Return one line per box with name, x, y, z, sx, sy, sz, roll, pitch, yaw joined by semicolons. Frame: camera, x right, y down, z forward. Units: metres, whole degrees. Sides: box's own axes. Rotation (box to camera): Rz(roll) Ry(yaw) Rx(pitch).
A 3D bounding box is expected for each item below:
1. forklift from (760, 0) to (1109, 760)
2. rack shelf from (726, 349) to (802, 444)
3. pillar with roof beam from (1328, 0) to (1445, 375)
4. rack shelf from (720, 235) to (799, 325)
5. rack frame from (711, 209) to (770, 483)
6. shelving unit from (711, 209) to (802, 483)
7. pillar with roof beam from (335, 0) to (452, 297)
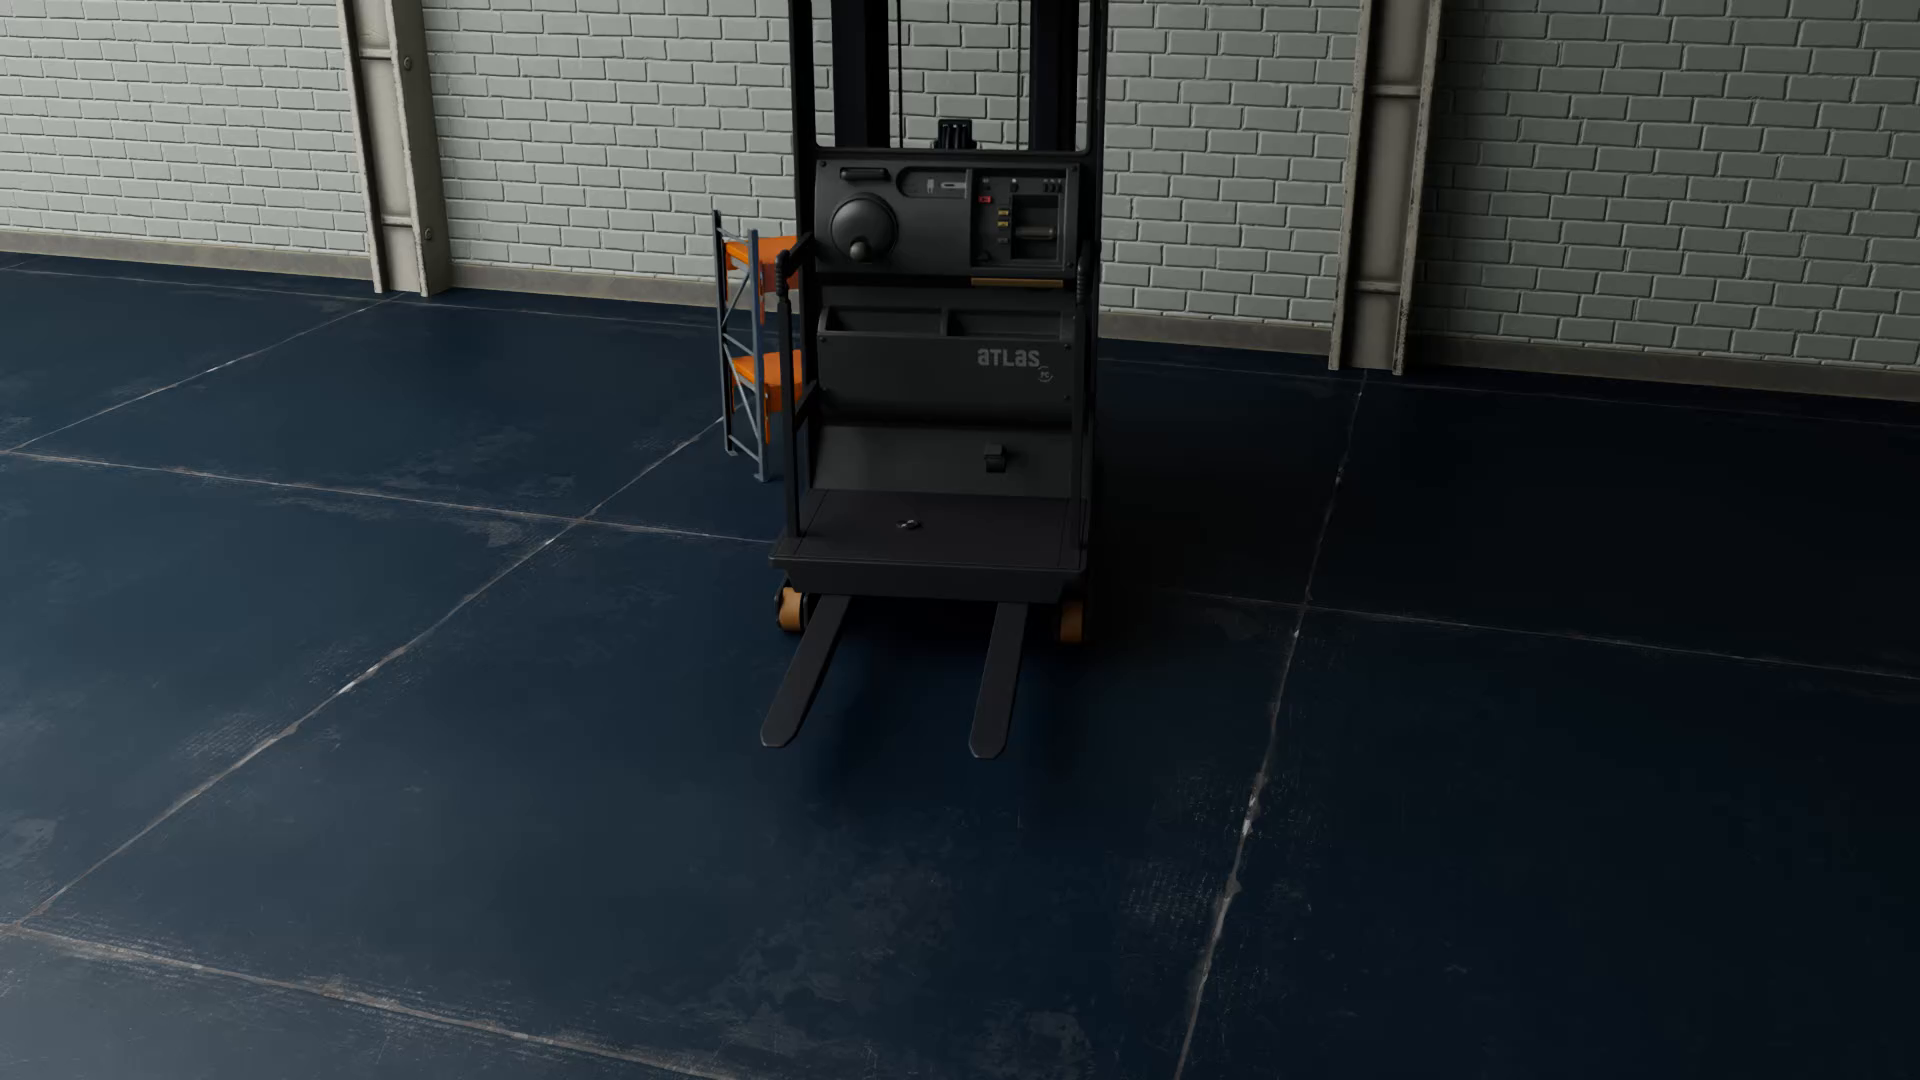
forklift;-0.068;-1.120;5.639;1.130;2.935;3.031;2;22;6
rack shelf;-0.524;-0.724;7.696;1.000;0.278;0.538;-11;25;-25
pillar with roof beam;0.990;-3.559;3.589;0.400;9.000;9.100;7;23;16
rack shelf;-0.524;-1.221;7.493;1.000;0.278;0.538;-11;25;-25
rack frame;-0.976;-0.862;7.389;0.032;1.125;0.500;-11;25;-25
shelving unit;-0.524;-0.950;7.604;1.048;1.125;0.538;-11;25;-25
pillar with roof beam;-4.754;-4.217;5.193;0.400;9.000;9.100;7;23;16
